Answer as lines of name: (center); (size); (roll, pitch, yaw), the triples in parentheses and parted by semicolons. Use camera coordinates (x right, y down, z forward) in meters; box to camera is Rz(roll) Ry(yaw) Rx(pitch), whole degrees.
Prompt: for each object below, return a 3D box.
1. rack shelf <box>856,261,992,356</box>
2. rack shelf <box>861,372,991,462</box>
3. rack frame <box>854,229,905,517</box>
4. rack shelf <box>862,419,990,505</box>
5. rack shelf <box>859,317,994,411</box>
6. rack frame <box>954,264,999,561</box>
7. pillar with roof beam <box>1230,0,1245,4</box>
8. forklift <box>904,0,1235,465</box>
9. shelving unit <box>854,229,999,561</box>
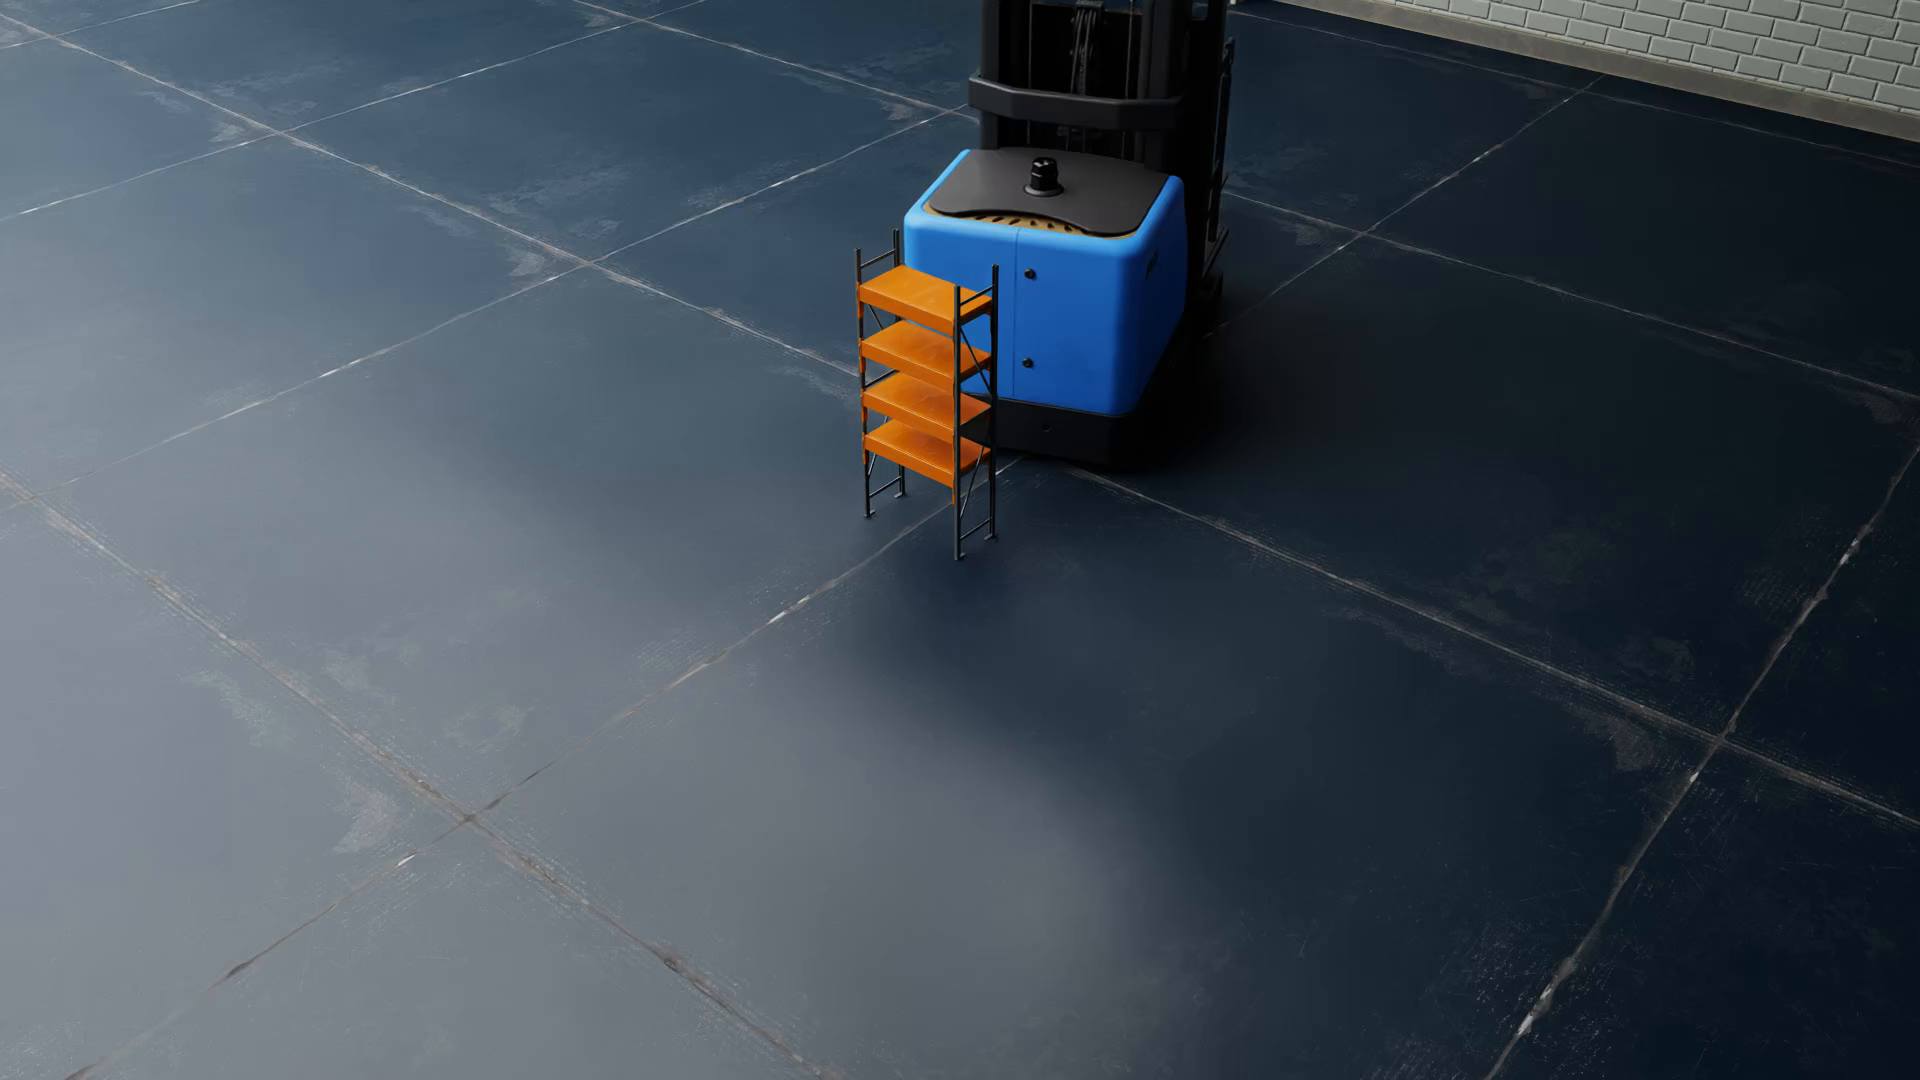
rack shelf: (-0.127, -0.878, 6.275); (0.480, 0.148, 0.258); (25, 42, 32)
rack shelf: (-0.127, -0.499, 6.536); (0.480, 0.148, 0.258); (25, 42, 32)
rack frame: (-0.315, -0.643, 6.626); (0.015, 1.200, 0.240); (25, 42, 32)
rack shelf: (-0.127, -0.335, 6.648); (0.480, 0.148, 0.258); (25, 42, 32)
rack shelf: (-0.127, -0.683, 6.409); (0.480, 0.148, 0.258); (25, 42, 32)
rack frame: (0.060, -0.466, 6.369); (0.015, 1.200, 0.240); (25, 42, 32)
pillar with roof beam: (-0.699, -6.069, 7.639); (0.400, 9.000, 9.100); (25, 42, 32)
forklift: (0.705, -2.356, 7.592); (1.130, 2.935, 3.031); (11, 36, 15)
shelving unit: (-0.127, -0.555, 6.498); (0.503, 1.200, 0.258); (25, 42, 32)
